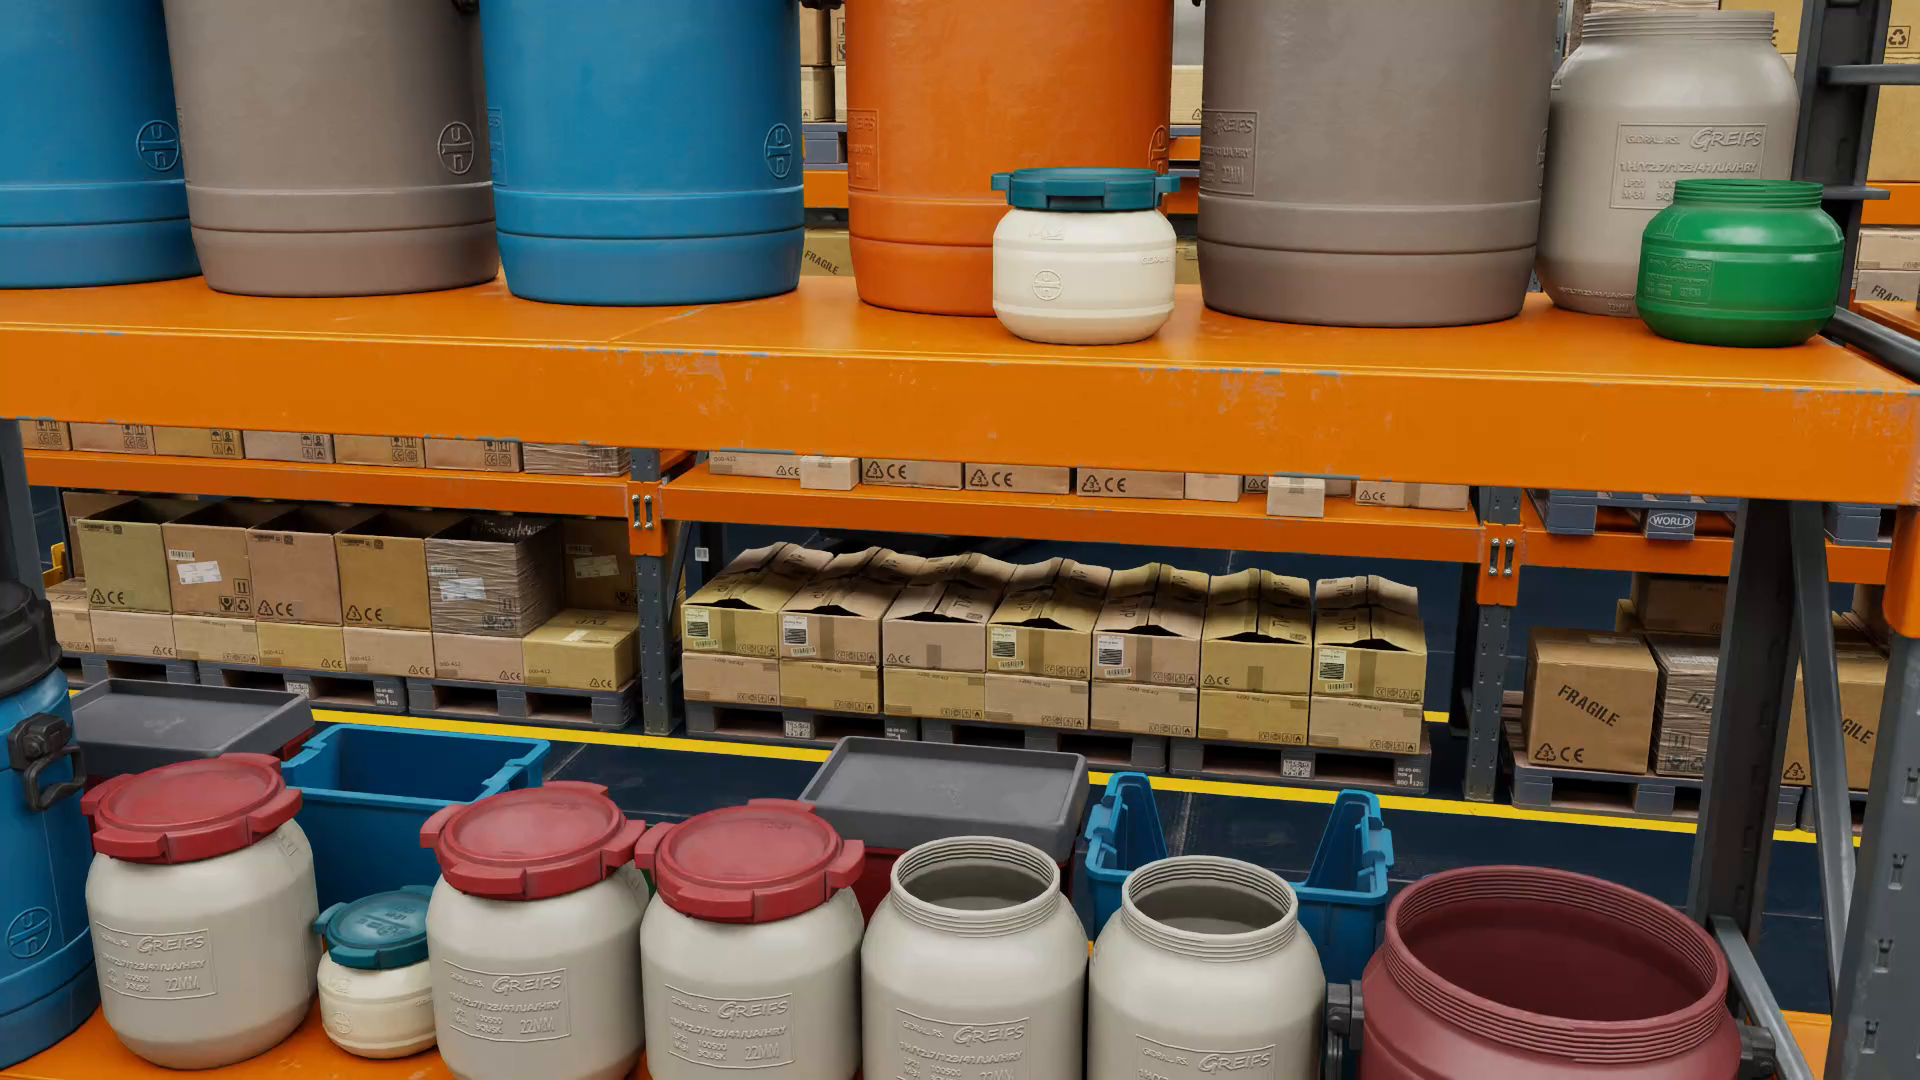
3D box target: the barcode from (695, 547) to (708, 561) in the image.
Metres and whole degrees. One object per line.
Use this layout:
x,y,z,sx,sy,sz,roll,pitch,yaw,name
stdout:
-1.270,0.070,8.179,0.075,0.075,0.001,3,16,11,barcode

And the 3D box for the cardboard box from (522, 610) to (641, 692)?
-1.935,0.573,8.668,0.500,0.250,0.500,3,16,11,cardboard box

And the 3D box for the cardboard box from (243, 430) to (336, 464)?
-3.385,-0.733,8.832,0.500,0.500,0.700,4,16,13,cardboard box

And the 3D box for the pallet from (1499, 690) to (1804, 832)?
3.207,1.024,7.899,1.213,0.211,1.003,3,16,11,pallet

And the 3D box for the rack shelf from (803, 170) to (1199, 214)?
0.523,-1.574,7.785,4.000,0.370,1.077,3,16,11,rack shelf

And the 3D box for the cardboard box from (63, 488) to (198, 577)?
-4.772,-0.083,9.631,0.500,0.500,0.500,3,16,11,cardboard box

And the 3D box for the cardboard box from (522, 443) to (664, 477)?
-1.873,-0.652,8.540,0.500,0.500,0.700,3,16,10,cardboard box

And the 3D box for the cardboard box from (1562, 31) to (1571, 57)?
4.482,-3.346,11.821,0.500,0.500,0.700,2,16,8,cardboard box

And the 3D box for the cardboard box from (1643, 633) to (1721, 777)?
3.386,0.749,7.528,0.500,0.500,0.500,3,16,9,cardboard box

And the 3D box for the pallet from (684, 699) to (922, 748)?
-0.708,0.791,8.742,1.213,0.211,1.003,3,16,11,pallet

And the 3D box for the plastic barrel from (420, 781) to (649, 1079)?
-0.815,0.795,3.247,0.433,0.535,0.433,0,15,0,plastic barrel

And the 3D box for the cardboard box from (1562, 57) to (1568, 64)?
2.917,-1.849,7.240,0.500,0.500,0.910,3,16,11,cardboard box

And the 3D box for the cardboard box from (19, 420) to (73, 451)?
-4.902,-0.815,9.127,0.500,0.500,0.700,3,16,11,cardboard box

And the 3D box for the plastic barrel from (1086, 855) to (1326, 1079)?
0.441,0.874,3.010,0.421,0.512,0.421,0,15,0,plastic barrel

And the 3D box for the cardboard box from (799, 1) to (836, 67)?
-0.841,-2.476,7.782,0.500,0.500,0.500,3,16,12,cardboard box

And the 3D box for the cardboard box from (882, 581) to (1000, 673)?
-0.085,0.413,8.196,0.500,0.311,0.500,3,16,9,cardboard box

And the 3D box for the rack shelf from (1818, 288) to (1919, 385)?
3.452,-0.066,2.340,4.000,0.370,1.077,3,16,11,rack shelf

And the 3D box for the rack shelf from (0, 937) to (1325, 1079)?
-0.468,1.167,3.509,4.000,0.370,1.077,3,16,11,rack shelf

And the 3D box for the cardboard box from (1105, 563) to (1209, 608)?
1.012,0.325,8.513,0.500,0.311,0.500,3,16,10,cardboard box

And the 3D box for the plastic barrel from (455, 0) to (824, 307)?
-0.605,-0.934,3.186,0.708,0.901,0.600,3,16,11,plastic barrel

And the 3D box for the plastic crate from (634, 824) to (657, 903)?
-0.665,0.835,3.757,0.662,0.188,0.450,3,16,11,plastic crate

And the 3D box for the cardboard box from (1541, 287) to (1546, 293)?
4.402,-1.743,11.885,0.500,0.500,0.500,4,16,13,cardboard box

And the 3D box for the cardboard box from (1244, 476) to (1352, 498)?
1.645,-0.424,8.072,0.500,0.311,0.500,3,16,10,cardboard box

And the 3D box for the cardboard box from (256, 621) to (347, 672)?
-3.406,0.495,8.950,0.500,0.250,0.500,3,16,11,cardboard box

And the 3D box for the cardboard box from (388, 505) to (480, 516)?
-2.809,0.020,9.261,0.500,0.500,0.500,3,16,11,cardboard box

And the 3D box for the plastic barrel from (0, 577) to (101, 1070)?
-2.110,0.572,3.370,0.708,0.901,0.600,3,16,11,plastic barrel

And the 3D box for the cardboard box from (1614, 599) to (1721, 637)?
3.446,0.612,8.023,0.500,0.500,0.500,4,16,13,cardboard box

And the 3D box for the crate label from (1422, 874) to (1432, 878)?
1.154,0.887,3.486,0.416,0.233,0.303,3,16,11,crate label

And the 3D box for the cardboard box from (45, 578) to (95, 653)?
-4.876,0.415,9.240,0.500,0.250,0.500,3,16,11,cardboard box

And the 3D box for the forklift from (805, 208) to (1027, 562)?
-0.315,-1.268,11.078,1.130,2.935,3.031,9,18,29,forklift

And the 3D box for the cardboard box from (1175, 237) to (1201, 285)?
1.778,-2.008,12.612,0.500,0.500,0.700,3,16,11,cardboard box

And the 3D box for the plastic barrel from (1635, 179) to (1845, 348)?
1.239,-0.444,2.648,0.294,0.245,0.294,0,15,0,plastic barrel

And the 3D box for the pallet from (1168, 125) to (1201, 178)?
0.703,-1.795,7.588,1.213,0.211,1.003,4,16,14,pallet

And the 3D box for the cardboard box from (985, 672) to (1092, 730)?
0.416,0.709,8.179,0.500,0.250,0.500,3,16,12,cardboard box

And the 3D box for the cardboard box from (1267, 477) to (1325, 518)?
1.546,-0.224,7.651,0.250,0.149,0.380,3,16,11,cardboard box

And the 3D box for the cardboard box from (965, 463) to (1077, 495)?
0.319,-0.530,8.100,0.500,0.500,0.500,3,16,11,cardboard box

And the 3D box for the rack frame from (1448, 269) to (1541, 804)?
2.482,-0.369,7.706,0.127,3.000,1.000,3,16,11,rack frame

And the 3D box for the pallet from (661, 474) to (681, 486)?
-2.318,-0.625,13.853,1.213,0.211,1.003,3,16,11,pallet

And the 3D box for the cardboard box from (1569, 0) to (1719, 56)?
2.909,-2.320,7.069,0.500,0.500,0.500,3,16,11,cardboard box

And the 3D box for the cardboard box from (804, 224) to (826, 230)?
-1.379,-2.285,13.460,0.500,0.500,0.500,3,16,11,cardboard box

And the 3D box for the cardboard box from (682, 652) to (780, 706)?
-1.091,0.627,8.474,0.500,0.250,0.500,3,16,10,cardboard box

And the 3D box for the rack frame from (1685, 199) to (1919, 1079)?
1.492,0.926,3.029,0.127,3.000,1.000,3,16,11,rack frame

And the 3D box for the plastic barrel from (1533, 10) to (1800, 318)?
1.248,-0.670,2.962,0.421,0.512,0.421,0,15,0,plastic barrel

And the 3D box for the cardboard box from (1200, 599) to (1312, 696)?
1.409,0.494,7.904,0.500,0.311,0.500,3,16,10,cardboard box

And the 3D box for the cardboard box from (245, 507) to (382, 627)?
-3.407,0.134,8.849,0.500,0.500,0.500,3,16,11,cardboard box

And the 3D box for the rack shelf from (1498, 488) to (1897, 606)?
4.442,0.084,7.418,4.000,0.370,1.077,3,16,11,rack shelf

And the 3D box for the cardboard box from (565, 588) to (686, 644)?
-1.831,0.437,9.160,0.500,0.250,0.500,3,16,11,cardboard box

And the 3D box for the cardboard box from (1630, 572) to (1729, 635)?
3.502,0.252,7.916,0.500,0.250,0.500,4,16,13,cardboard box

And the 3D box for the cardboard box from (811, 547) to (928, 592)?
-0.472,0.243,8.809,0.500,0.311,0.500,4,16,13,cardboard box

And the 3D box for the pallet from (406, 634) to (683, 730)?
-2.208,0.709,9.038,1.213,0.211,1.003,3,16,11,pallet

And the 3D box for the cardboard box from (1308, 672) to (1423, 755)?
1.918,0.789,7.887,0.500,0.250,0.500,3,16,12,cardboard box

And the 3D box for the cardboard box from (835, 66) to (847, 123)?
-0.297,-2.094,7.807,0.500,0.250,0.500,2,16,6,cardboard box
